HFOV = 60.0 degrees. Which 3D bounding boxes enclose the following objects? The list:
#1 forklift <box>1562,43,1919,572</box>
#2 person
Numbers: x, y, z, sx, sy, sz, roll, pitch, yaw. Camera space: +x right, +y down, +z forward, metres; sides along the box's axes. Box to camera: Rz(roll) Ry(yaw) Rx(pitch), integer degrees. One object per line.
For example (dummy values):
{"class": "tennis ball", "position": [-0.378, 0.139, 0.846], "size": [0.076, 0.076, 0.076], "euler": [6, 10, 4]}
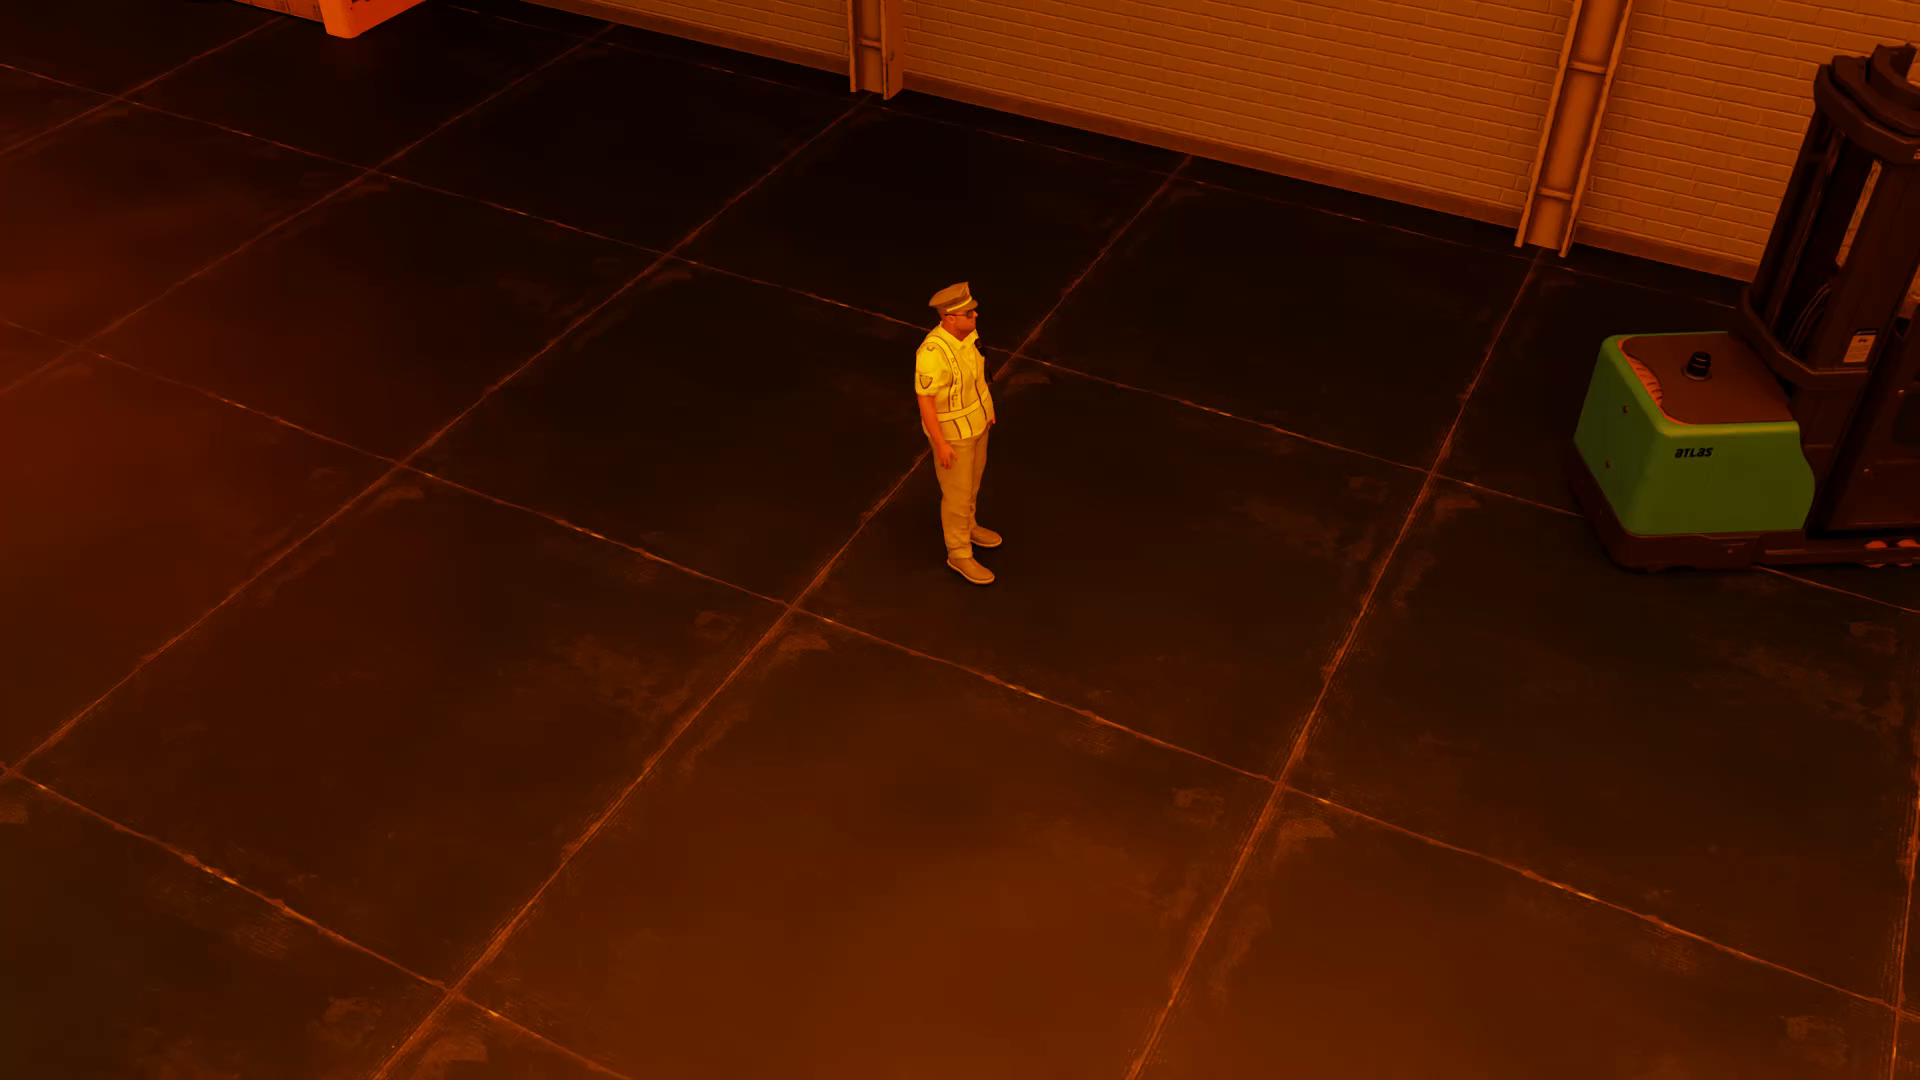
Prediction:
{"class": "forklift", "position": [5.408, -1.294, 9.523], "size": [3.031, 2.935, 1.130], "euler": [-2, 40, -3]}
{"class": "person", "position": [0.063, -0.657, 9.648], "size": [0.575, 1.781, 0.640], "euler": [18, 43, 21]}
